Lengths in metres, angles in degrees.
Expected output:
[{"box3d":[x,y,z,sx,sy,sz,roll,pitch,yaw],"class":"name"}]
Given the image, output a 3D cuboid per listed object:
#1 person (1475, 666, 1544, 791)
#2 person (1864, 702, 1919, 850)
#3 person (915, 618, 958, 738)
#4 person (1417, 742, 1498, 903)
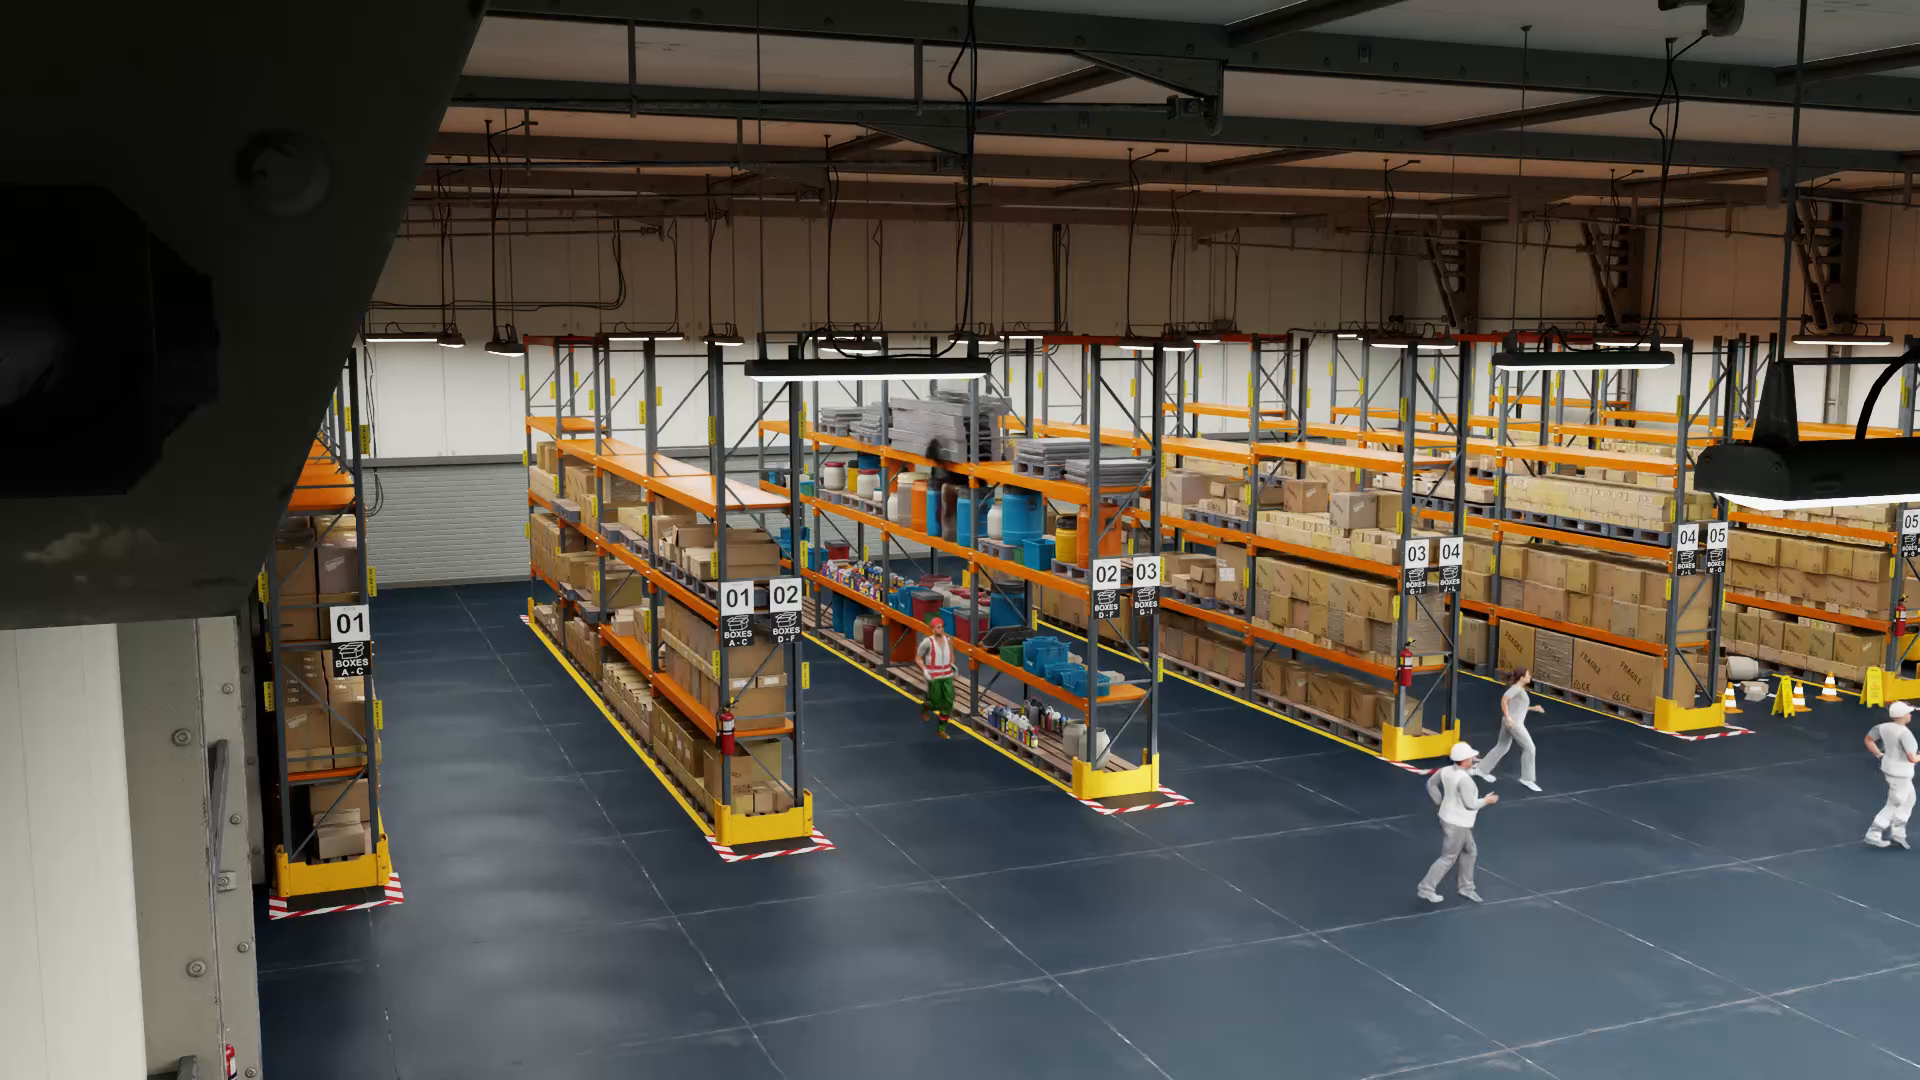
[{"box3d":[7.435,2.534,22.486,0.890,1.702,0.496,1,8,9],"class":"person"},{"box3d":[11.168,2.825,19.786,0.720,1.839,0.631,1,8,4],"class":"person"},{"box3d":[-0.326,1.980,24.169,0.656,1.737,0.704,-4,9,-28],"class":"person"},{"box3d":[5.356,3.072,17.943,0.845,1.811,0.605,0,8,-1],"class":"person"}]
